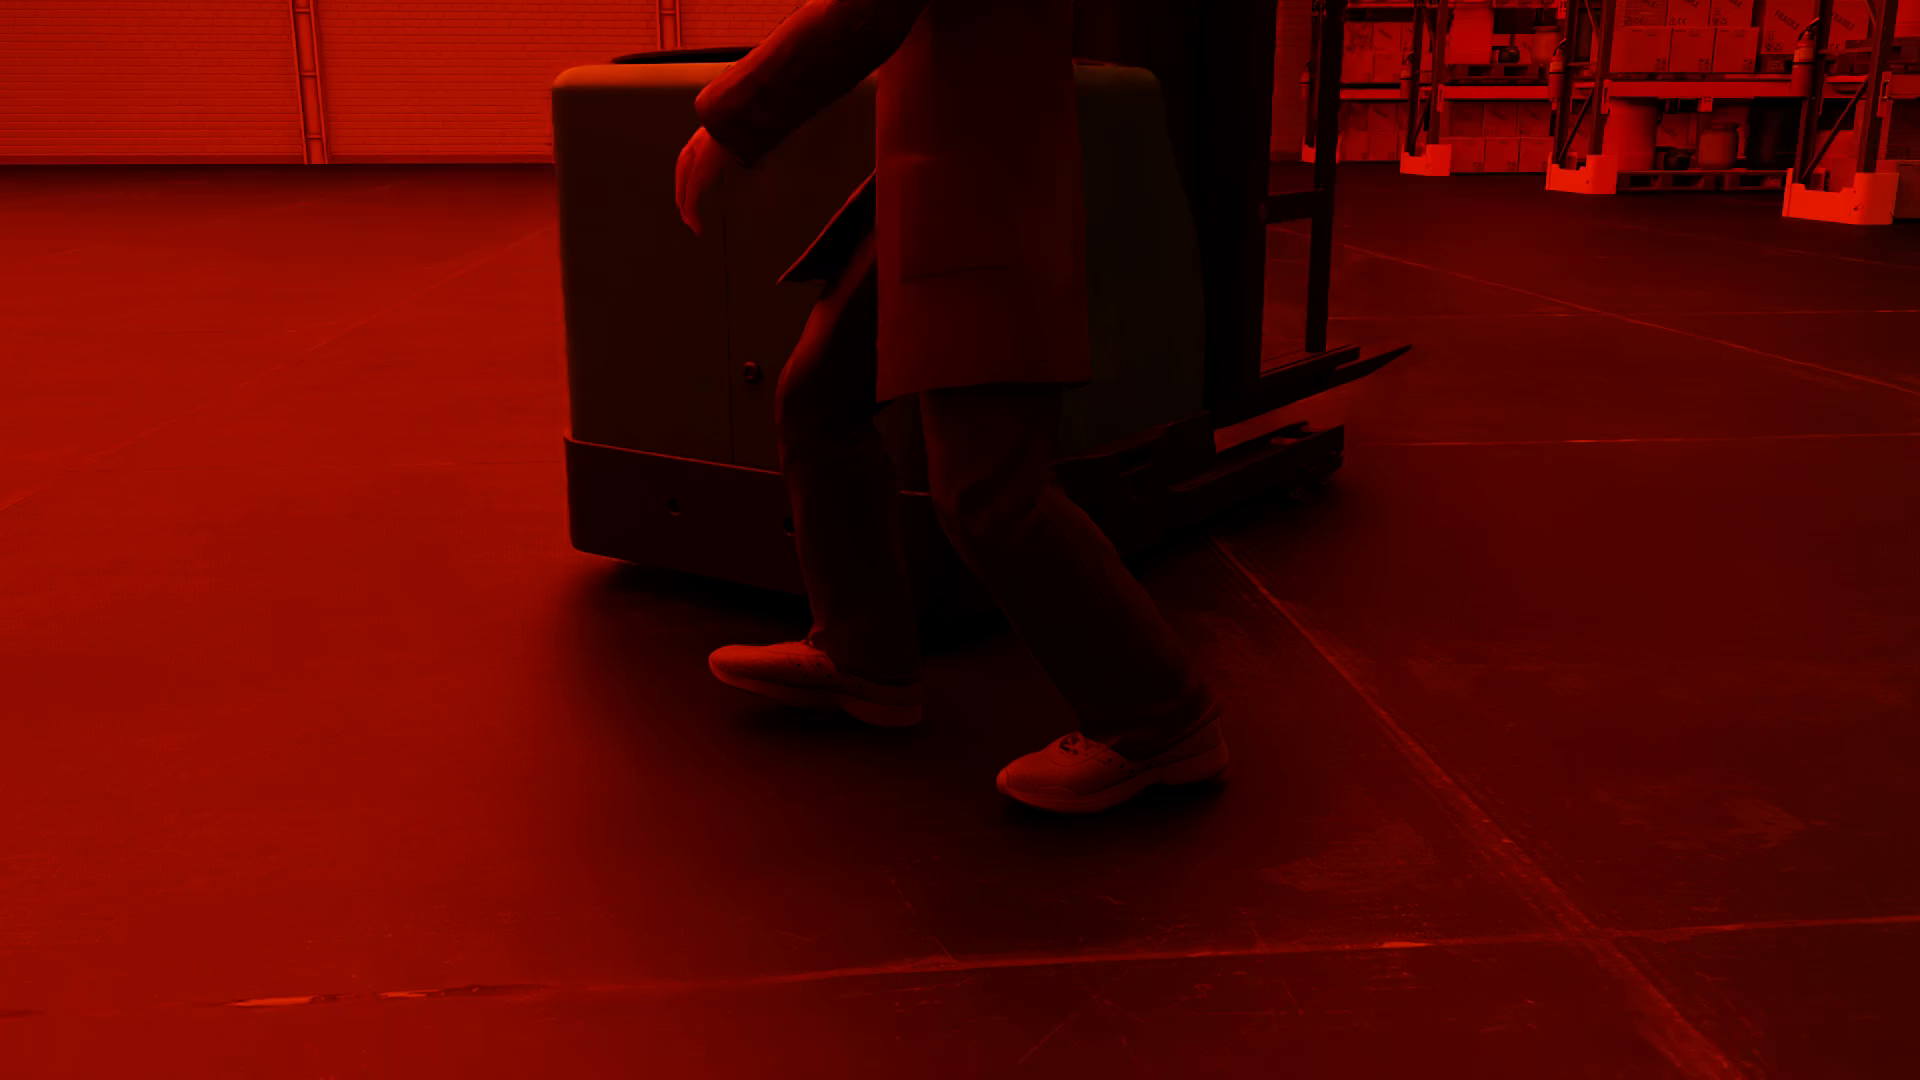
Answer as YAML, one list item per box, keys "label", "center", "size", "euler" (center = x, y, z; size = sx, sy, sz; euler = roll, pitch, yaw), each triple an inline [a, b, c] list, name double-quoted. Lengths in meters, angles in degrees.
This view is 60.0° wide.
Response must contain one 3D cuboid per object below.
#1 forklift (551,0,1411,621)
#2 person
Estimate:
- label: "forklift"
  center: [0.387, -1.582, 4.191]
  size: [1.130, 2.935, 3.031]
  euler: [10, 18, 32]
- label: "person"
  center: [-0.013, -0.405, 2.513]
  size: [0.803, 1.520, 0.747]
  euler: [-2, 15, -6]
